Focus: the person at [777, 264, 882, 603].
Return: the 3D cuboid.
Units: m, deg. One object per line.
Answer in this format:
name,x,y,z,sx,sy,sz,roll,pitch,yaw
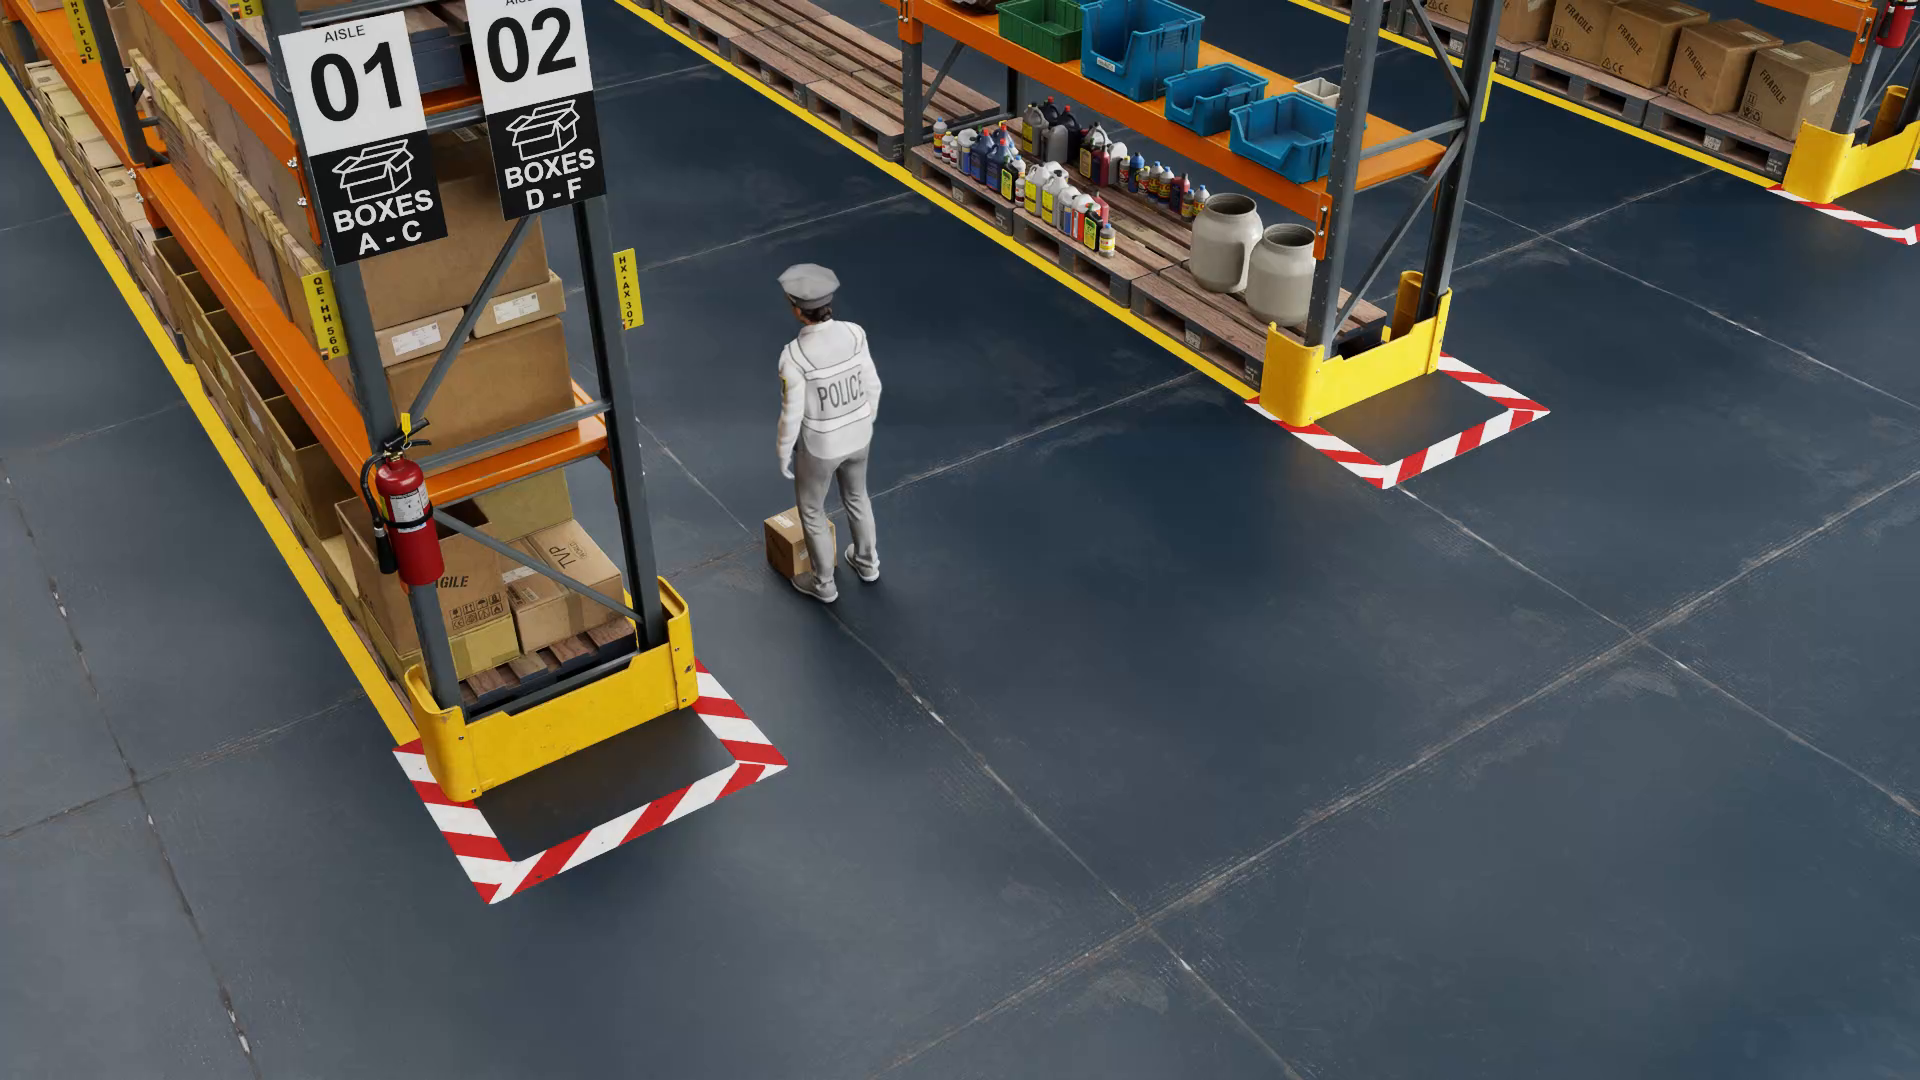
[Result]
person,-0.602,-0.454,7.611,0.528,1.662,0.375,-24,43,-29
